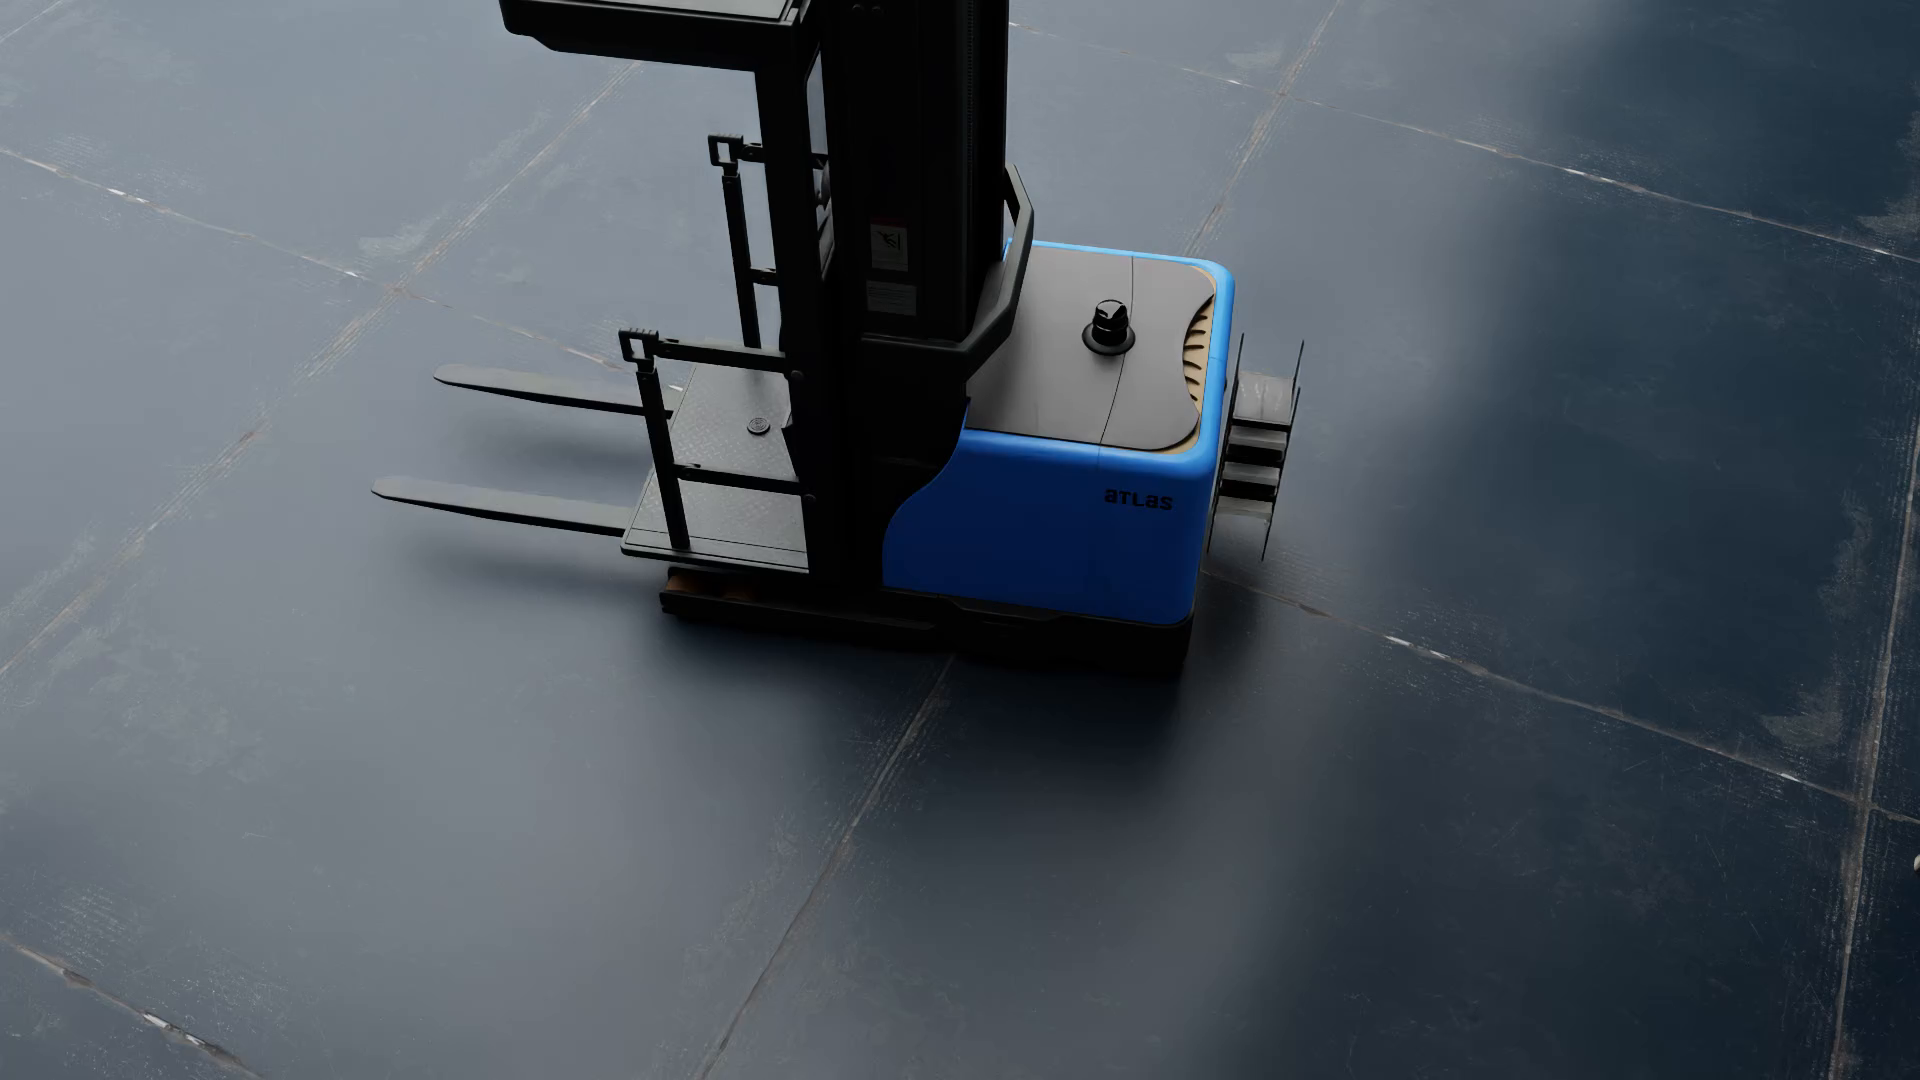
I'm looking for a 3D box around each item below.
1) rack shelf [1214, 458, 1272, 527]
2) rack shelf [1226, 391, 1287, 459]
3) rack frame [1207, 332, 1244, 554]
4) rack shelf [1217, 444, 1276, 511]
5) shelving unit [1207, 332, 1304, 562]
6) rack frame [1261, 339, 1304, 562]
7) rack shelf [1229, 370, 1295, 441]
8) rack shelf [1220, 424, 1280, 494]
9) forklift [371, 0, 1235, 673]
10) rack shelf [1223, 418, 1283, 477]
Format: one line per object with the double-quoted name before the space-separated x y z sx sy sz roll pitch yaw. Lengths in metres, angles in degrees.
"rack shelf" 1.045 -0.177 6.090 0.200 0.077 0.258 8 50 7
"rack shelf" 1.045 -0.411 5.816 0.200 0.077 0.258 8 50 7
"rack frame" 0.945 -0.330 5.940 0.006 0.900 0.240 8 50 7
"rack shelf" 1.045 -0.236 6.022 0.200 0.077 0.258 8 50 7
"shelving unit" 1.045 -0.316 5.928 0.210 0.900 0.258 8 50 7
"rack frame" 1.145 -0.301 5.916 0.006 0.900 0.240 8 50 7
"rack shelf" 1.045 -0.469 5.747 0.200 0.077 0.258 8 50 7
"rack shelf" 1.045 -0.294 5.953 0.200 0.077 0.258 8 50 7
"forklift" -0.620 -1.034 5.205 3.031 2.935 1.130 8 50 7
"rack shelf" 1.045 -0.352 5.884 0.200 0.077 0.258 8 50 7
